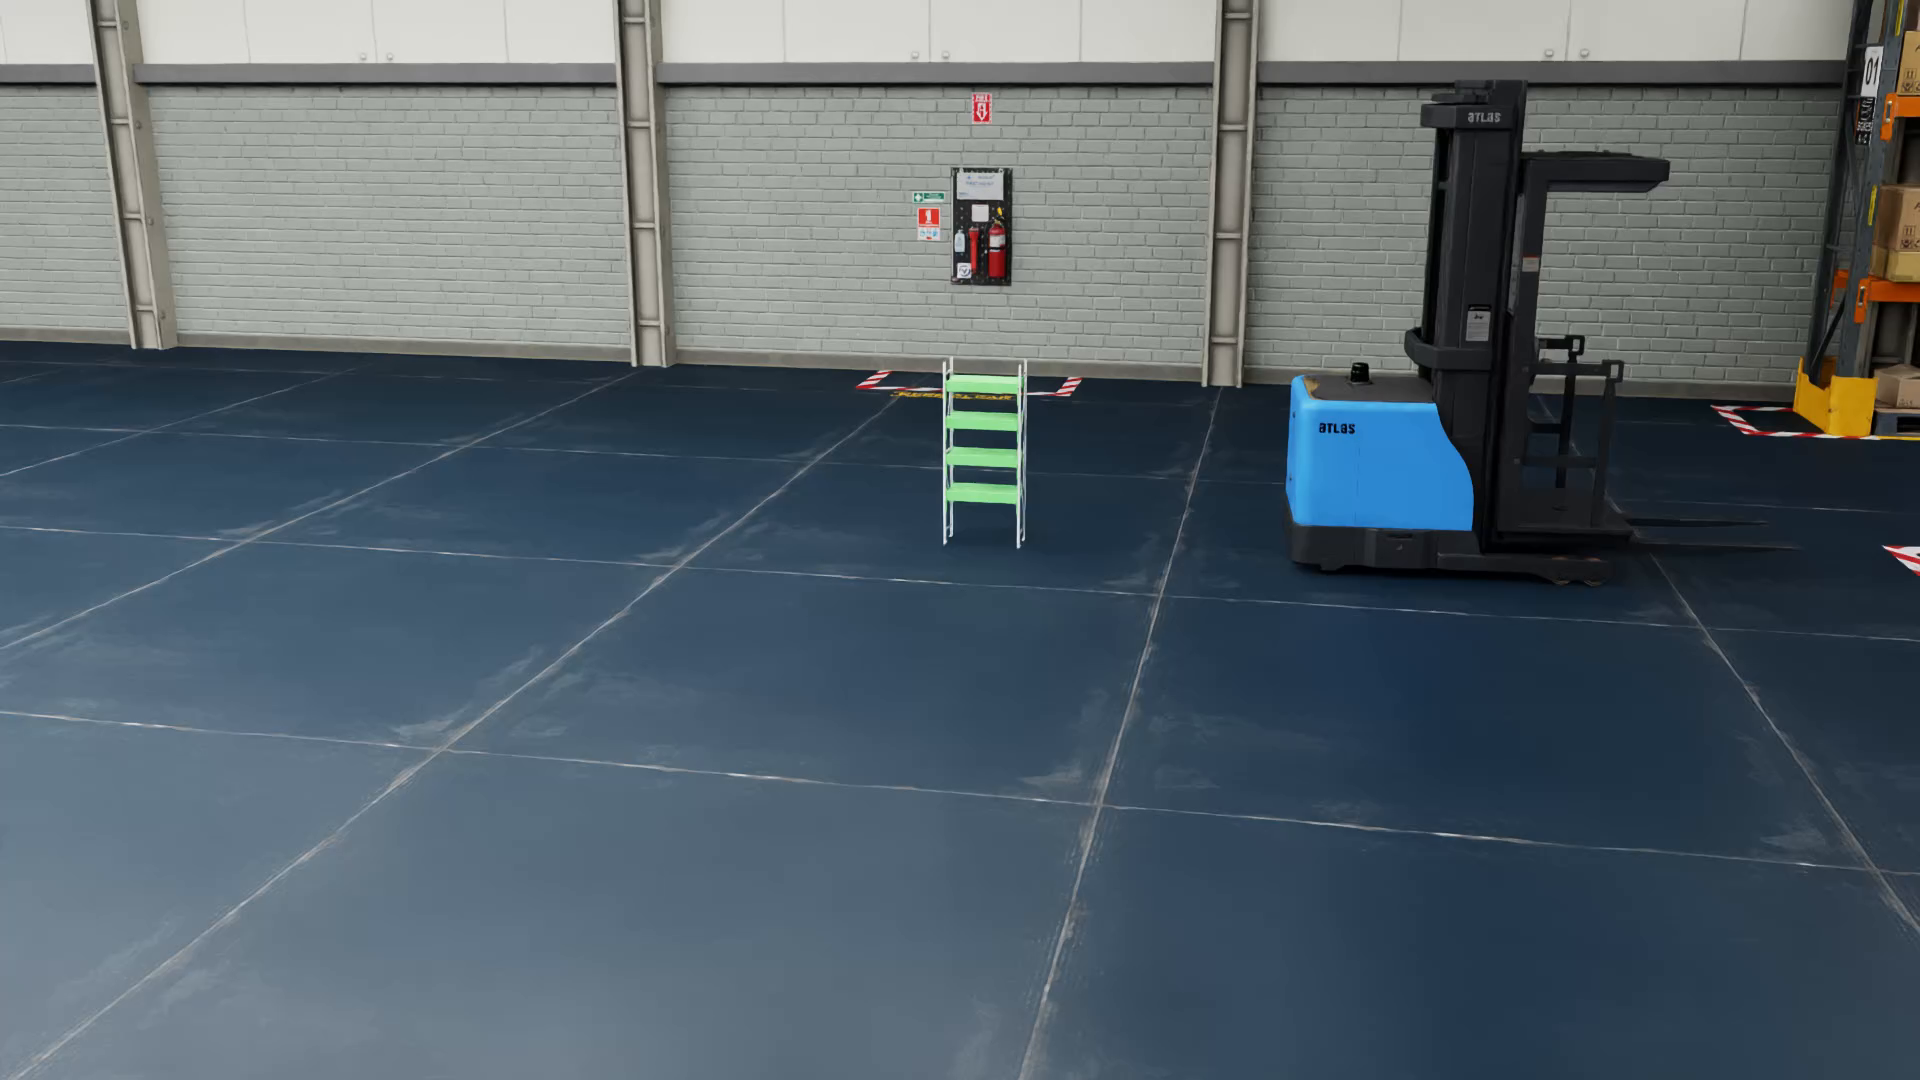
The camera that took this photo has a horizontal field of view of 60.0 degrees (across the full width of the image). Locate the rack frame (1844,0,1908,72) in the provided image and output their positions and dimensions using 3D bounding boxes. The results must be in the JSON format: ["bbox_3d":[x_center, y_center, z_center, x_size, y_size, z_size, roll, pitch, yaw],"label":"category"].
[{"bbox_3d":[7.640,-5.381,13.559,0.127,3.000,1.000,3,16,11],"label":"rack frame"}]

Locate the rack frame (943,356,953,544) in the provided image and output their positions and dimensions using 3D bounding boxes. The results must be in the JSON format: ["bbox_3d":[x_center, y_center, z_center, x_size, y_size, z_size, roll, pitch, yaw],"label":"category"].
[{"bbox_3d":[-0.077,-0.582,10.847,0.015,1.200,0.240,3,16,11],"label":"rack frame"}]

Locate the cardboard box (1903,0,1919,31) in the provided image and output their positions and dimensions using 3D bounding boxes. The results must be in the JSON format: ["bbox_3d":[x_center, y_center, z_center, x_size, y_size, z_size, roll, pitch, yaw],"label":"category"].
[{"bbox_3d":[7.969,-4.391,13.507,0.500,0.500,0.500,2,16,7],"label":"cardboard box"}]

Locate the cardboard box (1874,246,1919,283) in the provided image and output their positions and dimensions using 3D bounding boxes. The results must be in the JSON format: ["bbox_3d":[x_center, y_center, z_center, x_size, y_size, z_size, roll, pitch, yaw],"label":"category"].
[{"bbox_3d":[8.055,-2.318,13.984,0.500,0.250,0.500,3,16,9],"label":"cardboard box"}]

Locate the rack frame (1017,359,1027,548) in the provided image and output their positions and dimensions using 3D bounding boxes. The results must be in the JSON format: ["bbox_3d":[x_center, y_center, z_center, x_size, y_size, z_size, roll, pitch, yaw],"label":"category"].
[{"bbox_3d":[0.401,-0.556,10.753,0.015,1.200,0.240,3,16,11],"label":"rack frame"}]

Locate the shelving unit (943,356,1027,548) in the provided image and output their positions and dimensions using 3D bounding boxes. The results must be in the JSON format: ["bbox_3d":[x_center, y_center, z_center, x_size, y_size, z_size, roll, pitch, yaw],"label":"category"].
[{"bbox_3d":[0.162,-0.569,10.800,0.503,1.200,0.258,3,16,11],"label":"shelving unit"}]

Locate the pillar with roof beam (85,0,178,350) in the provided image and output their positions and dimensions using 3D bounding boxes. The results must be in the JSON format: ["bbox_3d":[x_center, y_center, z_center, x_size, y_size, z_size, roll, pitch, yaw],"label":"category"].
[{"bbox_3d":[-9.999,-5.401,13.633,0.400,9.000,9.100,3,16,11],"label":"pillar with roof beam"}]

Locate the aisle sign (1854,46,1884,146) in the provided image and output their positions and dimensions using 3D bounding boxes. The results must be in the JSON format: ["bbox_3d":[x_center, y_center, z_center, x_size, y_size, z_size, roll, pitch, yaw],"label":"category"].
[{"bbox_3d":[7.509,-3.668,13.743,0.004,0.787,0.394,3,16,11],"label":"aisle sign"}]

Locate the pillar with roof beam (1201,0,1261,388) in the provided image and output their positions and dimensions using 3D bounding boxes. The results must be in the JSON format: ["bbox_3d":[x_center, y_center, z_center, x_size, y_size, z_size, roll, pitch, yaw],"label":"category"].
[{"bbox_3d":[1.760,-4.763,11.328,0.400,9.000,9.100,3,16,11],"label":"pillar with roof beam"}]

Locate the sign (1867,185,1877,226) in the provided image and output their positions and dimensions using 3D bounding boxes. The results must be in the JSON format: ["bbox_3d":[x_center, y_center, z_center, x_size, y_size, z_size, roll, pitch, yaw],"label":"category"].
[{"bbox_3d":[7.532,-2.765,13.732,0.005,0.325,0.100,3,16,11],"label":"sign"}]

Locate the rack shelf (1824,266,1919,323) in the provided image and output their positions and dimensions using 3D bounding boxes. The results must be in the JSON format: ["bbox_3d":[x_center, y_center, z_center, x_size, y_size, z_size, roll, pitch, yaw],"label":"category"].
[{"bbox_3d":[9.600,-2.036,14.072,4.000,0.370,1.077,3,16,11],"label":"rack shelf"}]

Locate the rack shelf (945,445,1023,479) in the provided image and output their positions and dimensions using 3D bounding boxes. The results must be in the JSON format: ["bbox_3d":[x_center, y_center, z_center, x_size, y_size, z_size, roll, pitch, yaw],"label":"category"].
[{"bbox_3d":[0.162,-0.508,10.817,0.480,0.148,0.258,3,16,11],"label":"rack shelf"}]

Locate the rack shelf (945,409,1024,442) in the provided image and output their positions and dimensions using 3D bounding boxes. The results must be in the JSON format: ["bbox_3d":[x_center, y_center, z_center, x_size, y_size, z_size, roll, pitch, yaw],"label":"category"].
[{"bbox_3d":[0.162,-0.739,10.753,0.480,0.148,0.258,3,16,11],"label":"rack shelf"}]

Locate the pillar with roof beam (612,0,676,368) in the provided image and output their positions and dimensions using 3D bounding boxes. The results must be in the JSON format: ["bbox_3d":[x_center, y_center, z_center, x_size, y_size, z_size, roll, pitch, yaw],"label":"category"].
[{"bbox_3d":[-4.119,-5.082,12.481,0.400,9.000,9.100,3,16,11],"label":"pillar with roof beam"}]

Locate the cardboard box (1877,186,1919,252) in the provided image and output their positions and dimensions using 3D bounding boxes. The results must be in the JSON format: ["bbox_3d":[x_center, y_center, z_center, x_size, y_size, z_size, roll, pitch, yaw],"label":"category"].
[{"bbox_3d":[8.048,-2.684,13.902,0.500,0.500,0.500,3,16,11],"label":"cardboard box"}]

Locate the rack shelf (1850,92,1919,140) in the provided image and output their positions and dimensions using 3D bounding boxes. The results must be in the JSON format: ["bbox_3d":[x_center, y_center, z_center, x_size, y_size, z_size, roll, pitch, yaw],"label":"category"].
[{"bbox_3d":[9.600,-3.482,13.672,4.000,0.370,1.077,3,16,11],"label":"rack shelf"}]

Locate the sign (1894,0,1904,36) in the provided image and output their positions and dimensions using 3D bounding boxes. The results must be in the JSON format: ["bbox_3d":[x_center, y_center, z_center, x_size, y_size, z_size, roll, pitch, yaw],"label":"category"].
[{"bbox_3d":[7.532,-4.214,13.330,0.005,0.325,0.100,3,16,11],"label":"sign"}]

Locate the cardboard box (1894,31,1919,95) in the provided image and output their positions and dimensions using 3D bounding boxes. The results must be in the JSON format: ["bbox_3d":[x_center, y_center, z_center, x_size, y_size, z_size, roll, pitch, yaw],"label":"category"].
[{"bbox_3d":[7.918,-3.910,13.643,0.500,0.500,0.500,4,16,13],"label":"cardboard box"}]

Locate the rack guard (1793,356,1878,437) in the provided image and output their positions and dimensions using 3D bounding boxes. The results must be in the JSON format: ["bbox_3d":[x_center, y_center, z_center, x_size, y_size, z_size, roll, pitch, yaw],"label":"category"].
[{"bbox_3d":[7.714,-1.281,14.679,0.348,0.500,1.175,3,16,11],"label":"rack guard"}]

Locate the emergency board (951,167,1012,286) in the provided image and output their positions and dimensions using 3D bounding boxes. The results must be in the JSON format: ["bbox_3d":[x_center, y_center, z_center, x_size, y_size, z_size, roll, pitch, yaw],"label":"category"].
[{"bbox_3d":[0.204,-3.139,16.705,0.643,1.169,0.194,3,16,11],"label":"emergency board"}]

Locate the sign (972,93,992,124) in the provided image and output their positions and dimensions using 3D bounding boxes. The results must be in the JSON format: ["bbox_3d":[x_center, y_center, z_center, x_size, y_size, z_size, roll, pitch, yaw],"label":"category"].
[{"bbox_3d":[0.216,-4.283,16.492,0.199,0.298,0.001,3,16,11],"label":"sign"}]

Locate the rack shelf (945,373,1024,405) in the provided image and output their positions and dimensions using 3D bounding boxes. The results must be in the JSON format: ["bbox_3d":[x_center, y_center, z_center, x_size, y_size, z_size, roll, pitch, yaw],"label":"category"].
[{"bbox_3d":[0.162,-0.970,10.689,0.480,0.148,0.258,3,16,11],"label":"rack shelf"}]

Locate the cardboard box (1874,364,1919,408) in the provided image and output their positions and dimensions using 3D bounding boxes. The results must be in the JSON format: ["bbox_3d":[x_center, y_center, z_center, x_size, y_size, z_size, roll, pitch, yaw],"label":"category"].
[{"bbox_3d":[8.300,-1.345,14.442,0.500,0.311,0.500,1,16,5],"label":"cardboard box"}]

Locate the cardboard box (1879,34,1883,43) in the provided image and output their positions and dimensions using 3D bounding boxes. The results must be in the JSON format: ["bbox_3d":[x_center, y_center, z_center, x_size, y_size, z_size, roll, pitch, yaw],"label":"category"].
[{"bbox_3d":[8.099,-4.037,14.103,0.500,0.500,0.500,4,16,15],"label":"cardboard box"}]

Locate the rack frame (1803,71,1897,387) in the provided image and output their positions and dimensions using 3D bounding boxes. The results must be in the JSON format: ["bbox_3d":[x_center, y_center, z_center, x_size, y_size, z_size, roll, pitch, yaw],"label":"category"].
[{"bbox_3d":[7.640,-2.489,14.360,0.127,3.000,1.000,3,16,11],"label":"rack frame"}]

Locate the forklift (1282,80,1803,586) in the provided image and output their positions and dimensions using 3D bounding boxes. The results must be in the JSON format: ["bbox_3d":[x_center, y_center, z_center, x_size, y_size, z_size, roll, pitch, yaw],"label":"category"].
[{"bbox_3d":[3.600,-1.288,10.151,3.031,2.935,1.130,2,16,7],"label":"forklift"}]

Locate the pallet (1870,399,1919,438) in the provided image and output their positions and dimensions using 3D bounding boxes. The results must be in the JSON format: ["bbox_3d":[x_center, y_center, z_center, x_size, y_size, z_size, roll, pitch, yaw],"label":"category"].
[{"bbox_3d":[8.503,-1.089,14.528,1.213,0.211,1.003,3,16,11],"label":"pallet"}]

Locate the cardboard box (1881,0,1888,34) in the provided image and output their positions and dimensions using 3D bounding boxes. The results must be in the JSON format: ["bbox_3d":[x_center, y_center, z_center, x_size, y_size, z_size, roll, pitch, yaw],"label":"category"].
[{"bbox_3d":[8.114,-4.520,13.974,0.500,0.500,0.500,4,16,14],"label":"cardboard box"}]

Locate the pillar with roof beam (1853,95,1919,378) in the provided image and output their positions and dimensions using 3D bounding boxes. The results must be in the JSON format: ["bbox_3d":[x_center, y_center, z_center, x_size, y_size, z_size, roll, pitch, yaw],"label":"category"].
[{"bbox_3d":[7.640,-4.443,10.176,0.400,9.000,9.100,3,16,11],"label":"pillar with roof beam"}]

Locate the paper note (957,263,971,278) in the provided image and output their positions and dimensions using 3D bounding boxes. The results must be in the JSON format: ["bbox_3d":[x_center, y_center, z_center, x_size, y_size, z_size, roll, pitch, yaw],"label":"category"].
[{"bbox_3d":[0.045,-2.742,16.922,0.142,0.148,0.016,3,16,11],"label":"paper note"}]

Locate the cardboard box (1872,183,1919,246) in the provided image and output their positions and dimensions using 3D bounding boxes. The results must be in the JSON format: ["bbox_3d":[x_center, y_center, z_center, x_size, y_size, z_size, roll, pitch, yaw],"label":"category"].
[{"bbox_3d":[8.144,-2.819,14.387,0.500,0.500,0.500,3,16,10],"label":"cardboard box"}]

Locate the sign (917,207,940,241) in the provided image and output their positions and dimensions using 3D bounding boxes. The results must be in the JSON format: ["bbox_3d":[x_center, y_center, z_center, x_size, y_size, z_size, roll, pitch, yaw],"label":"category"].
[{"bbox_3d":[-0.317,-3.213,16.904,0.234,0.329,0.001,3,16,11],"label":"sign"}]

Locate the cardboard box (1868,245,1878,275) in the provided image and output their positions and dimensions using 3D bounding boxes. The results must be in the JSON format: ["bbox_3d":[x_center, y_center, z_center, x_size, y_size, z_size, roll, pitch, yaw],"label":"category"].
[{"bbox_3d":[8.136,-2.453,14.471,0.500,0.250,0.500,3,16,12],"label":"cardboard box"}]

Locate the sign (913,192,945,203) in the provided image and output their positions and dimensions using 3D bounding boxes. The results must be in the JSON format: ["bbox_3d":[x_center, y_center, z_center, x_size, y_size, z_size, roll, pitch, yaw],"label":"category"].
[{"bbox_3d":[-0.314,-3.465,16.824,0.331,0.109,0.001,3,16,11],"label":"sign"}]

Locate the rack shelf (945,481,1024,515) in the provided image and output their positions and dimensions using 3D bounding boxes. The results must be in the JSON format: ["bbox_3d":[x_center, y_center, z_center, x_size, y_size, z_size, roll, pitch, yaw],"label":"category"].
[{"bbox_3d":[0.162,-0.277,10.881,0.480,0.148,0.258,3,16,11],"label":"rack shelf"}]
